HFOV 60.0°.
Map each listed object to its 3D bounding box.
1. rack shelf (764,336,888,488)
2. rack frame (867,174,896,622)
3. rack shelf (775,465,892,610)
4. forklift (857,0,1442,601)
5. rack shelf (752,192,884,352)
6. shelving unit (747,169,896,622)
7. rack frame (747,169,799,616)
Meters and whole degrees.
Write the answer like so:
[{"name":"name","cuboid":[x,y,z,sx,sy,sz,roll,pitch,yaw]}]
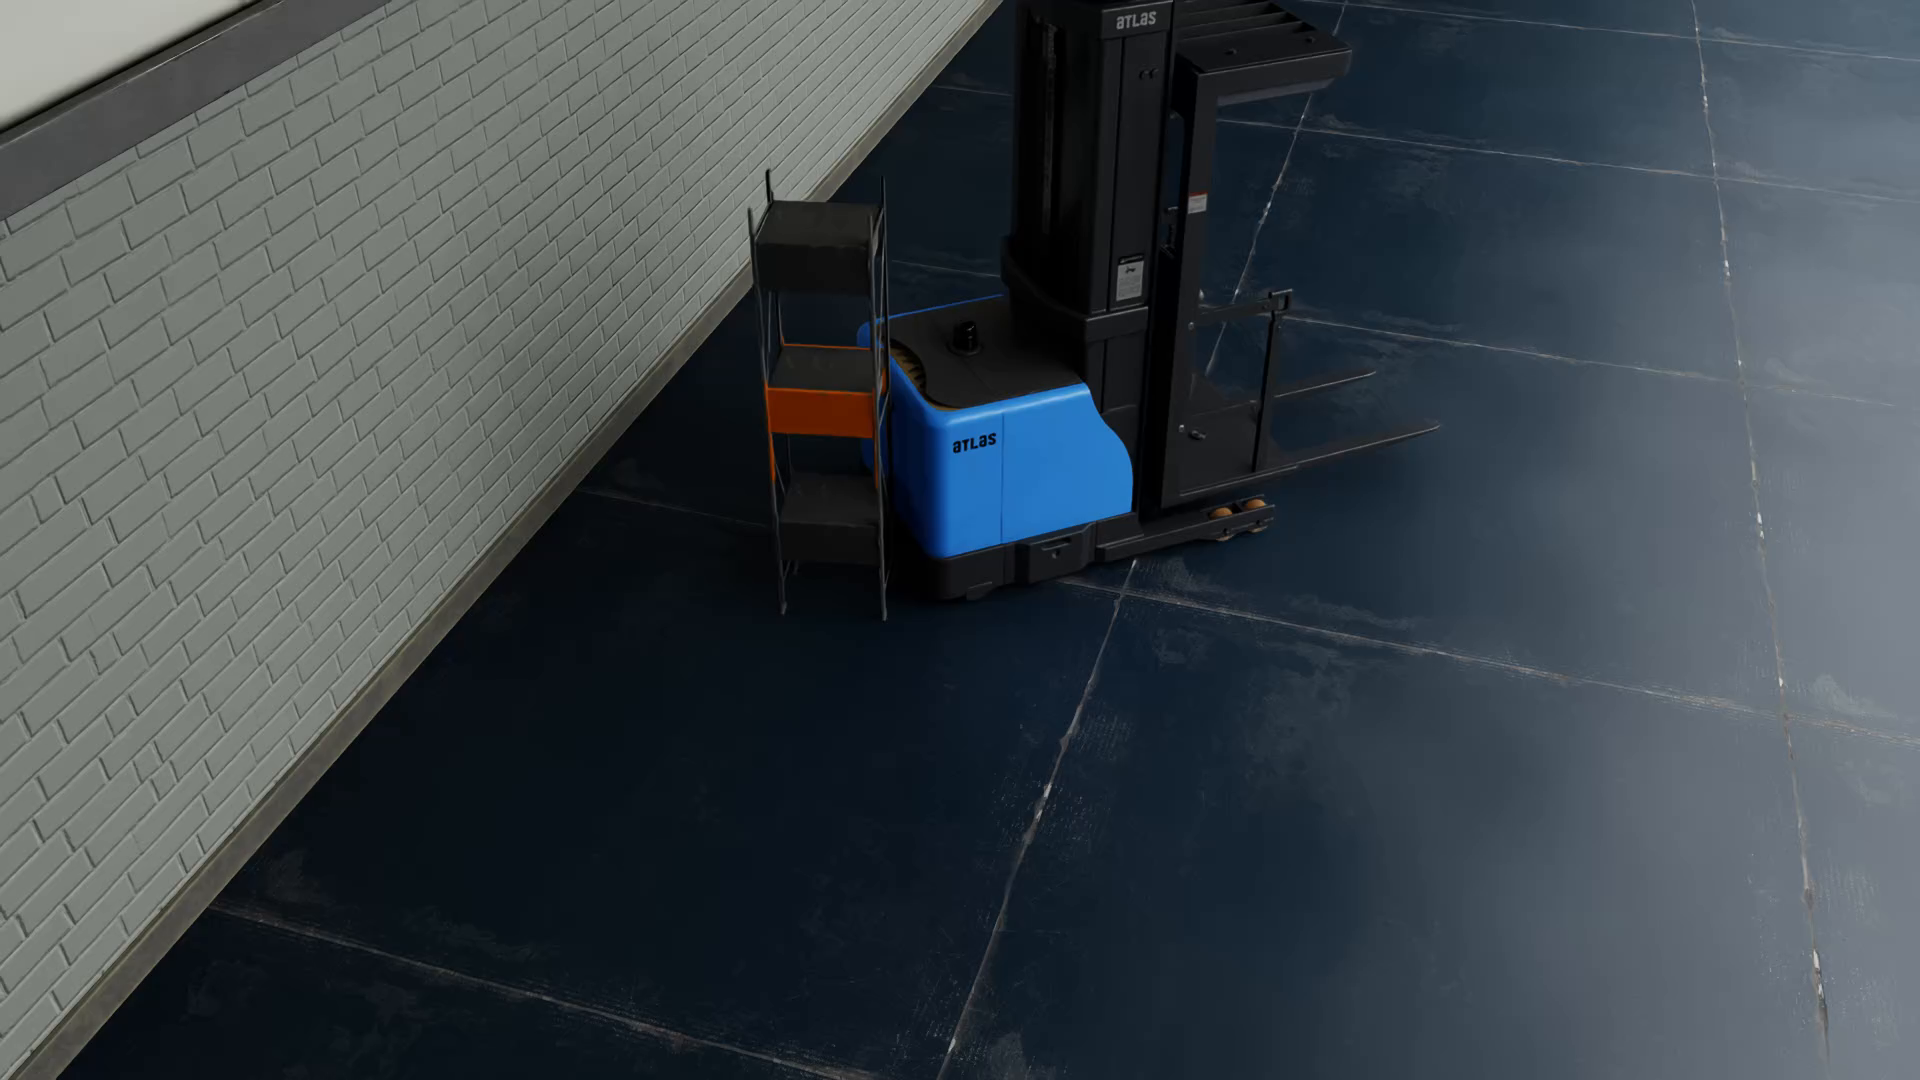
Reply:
[{"name":"rack shelf","cuboid":[-0.586,-0.576,7.469,0.480,0.518,0.431,4,37,5]},{"name":"rack frame","cuboid":[-0.344,-0.572,7.441,0.015,2.100,0.400,4,37,5]},{"name":"rack shelf","cuboid":[-0.586,-0.012,7.884,0.480,0.518,0.431,4,37,5]},{"name":"forklift","cuboid":[1.053,-1.450,7.932,3.031,2.935,1.130,-14,39,-18]},{"name":"rack shelf","cuboid":[-0.586,-1.140,7.054,0.480,0.518,0.431,4,37,5]},{"name":"shelving unit","cuboid":[-0.586,-0.587,7.461,0.503,2.100,0.431,4,37,5]},{"name":"rack frame","cuboid":[-0.829,-0.602,7.482,0.015,2.100,0.400,4,37,5]}]
